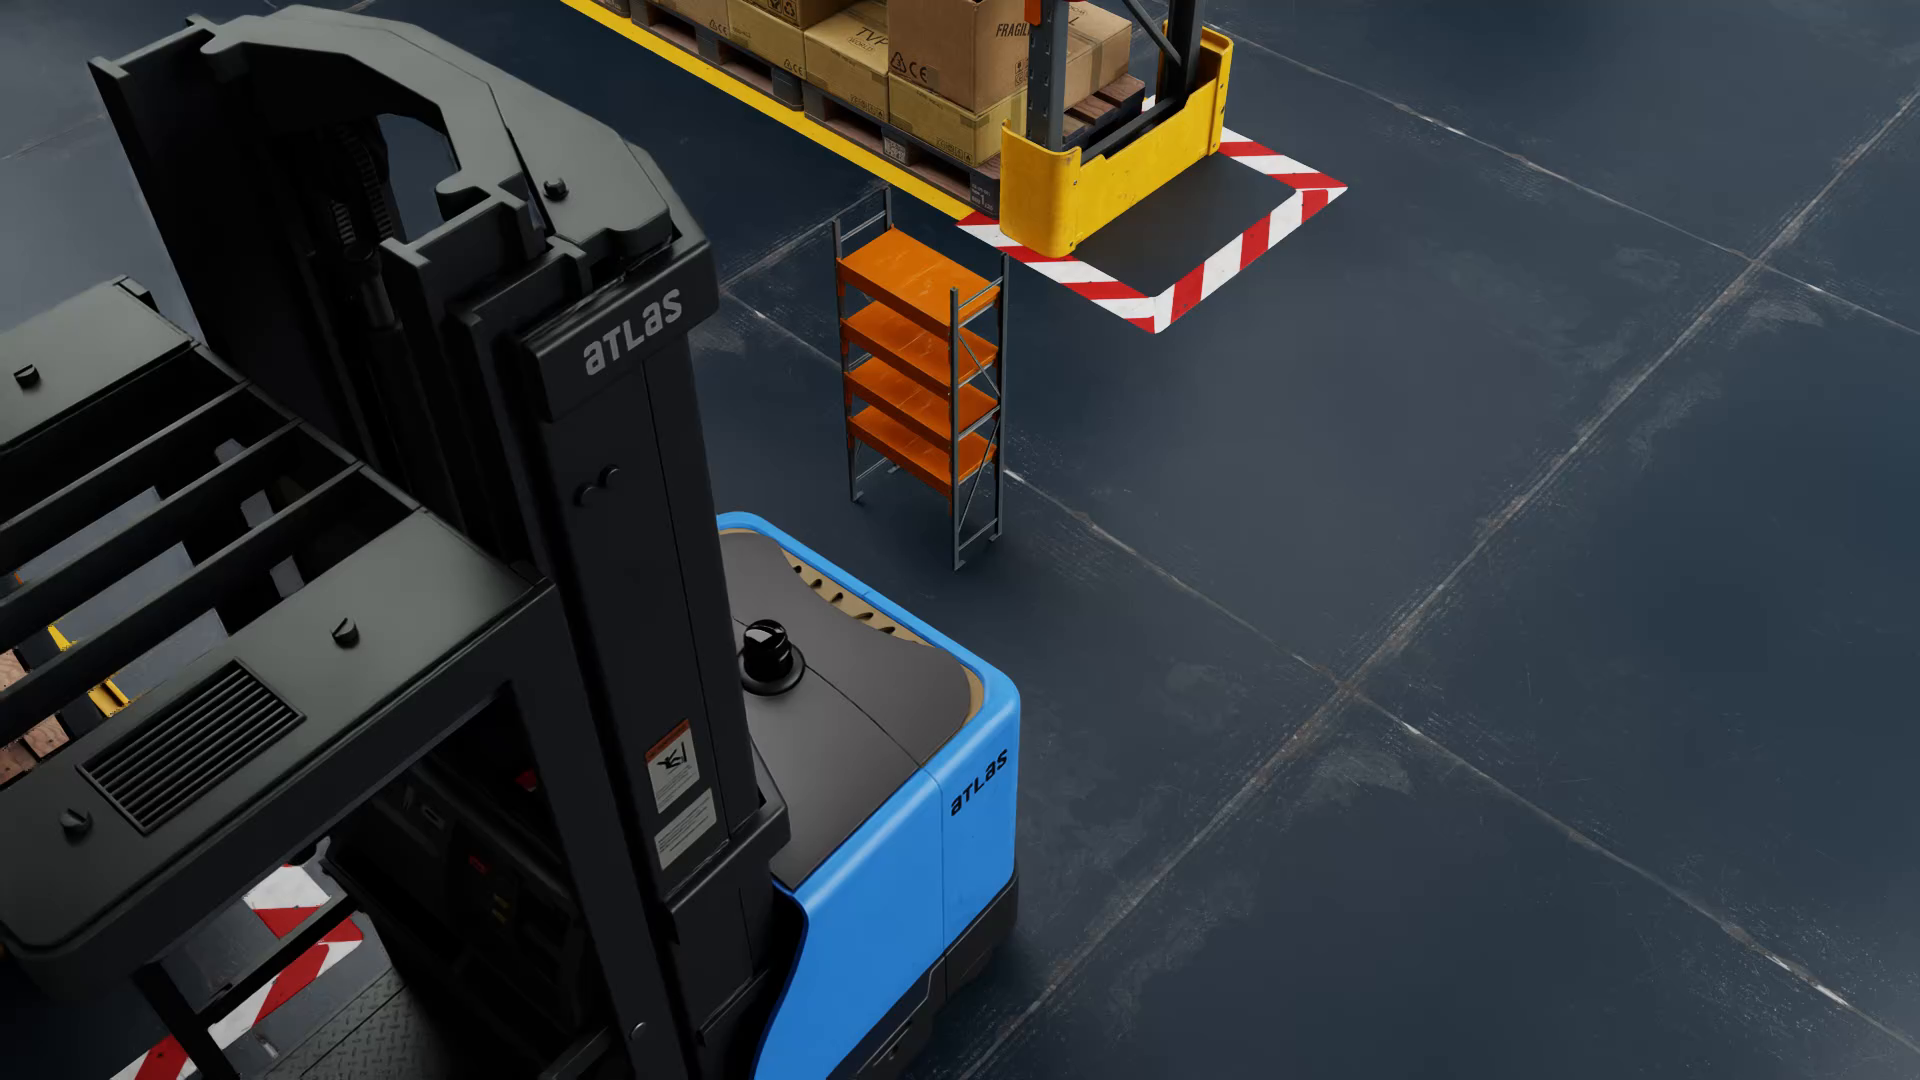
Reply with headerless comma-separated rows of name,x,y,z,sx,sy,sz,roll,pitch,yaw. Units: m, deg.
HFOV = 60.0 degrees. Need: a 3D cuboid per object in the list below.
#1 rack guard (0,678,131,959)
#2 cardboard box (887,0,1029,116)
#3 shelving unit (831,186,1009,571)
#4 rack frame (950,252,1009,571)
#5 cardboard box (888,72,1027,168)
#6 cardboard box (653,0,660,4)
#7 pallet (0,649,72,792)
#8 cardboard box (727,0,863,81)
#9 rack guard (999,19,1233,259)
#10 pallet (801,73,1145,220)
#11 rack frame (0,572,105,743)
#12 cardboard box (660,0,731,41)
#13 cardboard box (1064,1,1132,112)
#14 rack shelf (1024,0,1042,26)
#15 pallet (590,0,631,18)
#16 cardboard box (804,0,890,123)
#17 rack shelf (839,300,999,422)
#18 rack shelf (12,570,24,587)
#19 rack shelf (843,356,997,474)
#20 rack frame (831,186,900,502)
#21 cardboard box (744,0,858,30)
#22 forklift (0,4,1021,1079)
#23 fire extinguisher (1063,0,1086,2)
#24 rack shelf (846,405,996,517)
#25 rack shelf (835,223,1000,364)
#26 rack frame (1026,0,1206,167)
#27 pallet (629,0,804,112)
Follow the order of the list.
rack guard,-2.770,0.900,4.563,0.348,0.500,1.175,34,55,28
cardboard box,0.047,-2.139,6.785,0.500,0.500,0.500,34,55,28
shelving unit,-0.122,-0.493,5.389,0.503,1.200,0.258,34,55,28
rack frame,0.058,-0.372,5.276,0.015,1.200,0.240,34,55,28
cardboard box,0.049,-1.884,7.059,0.500,0.250,0.500,34,55,28
cardboard box,-1.433,-2.863,7.978,0.500,0.250,0.500,34,55,28
pallet,-3.343,0.578,5.063,1.213,0.211,1.003,34,55,28
cardboard box,-0.695,-2.371,7.516,0.500,0.250,0.500,34,55,28
rack guard,0.661,-1.707,7.010,0.348,0.500,1.175,34,55,28
pallet,0.053,-1.975,7.460,1.213,0.211,1.003,34,55,28
rack frame,-2.714,0.081,3.616,0.127,3.000,1.000,34,55,28
cardboard box,-1.062,-2.619,7.749,0.500,0.250,0.500,34,55,28
cardboard box,0.400,-2.161,7.320,0.500,0.250,0.500,34,55,28
rack shelf,-0.826,-3.317,7.300,4.000,0.370,1.077,34,55,28
pallet,-1.740,-3.182,8.593,1.213,0.211,1.003,34,55,28
cardboard box,-0.327,-2.124,7.285,0.500,0.250,0.500,34,55,28
rack shelf,-0.122,-0.600,5.275,0.480,0.148,0.258,34,55,28
rack shelf,-4.183,-0.661,4.807,4.000,0.370,1.077,34,55,28
rack shelf,-0.122,-0.446,5.438,0.480,0.148,0.258,34,55,28
rack frame,-0.301,-0.613,5.503,0.015,1.200,0.240,34,55,28
cardboard box,-0.697,-2.626,7.241,0.500,0.500,0.500,34,55,28
forklift,-1.166,0.682,3.099,1.130,2.935,3.031,31,54,26
fire extinguisher,0.415,-2.240,5.849,0.183,0.674,0.296,34,55,28
rack shelf,-0.122,-0.311,5.583,0.480,0.148,0.258,34,55,28
rack shelf,-0.122,-0.762,5.103,0.480,0.148,0.258,34,55,28
rack frame,0.643,-2.574,6.109,0.127,3.000,1.000,34,55,28
pallet,-0.839,-2.579,8.026,1.213,0.211,1.003,34,55,28
